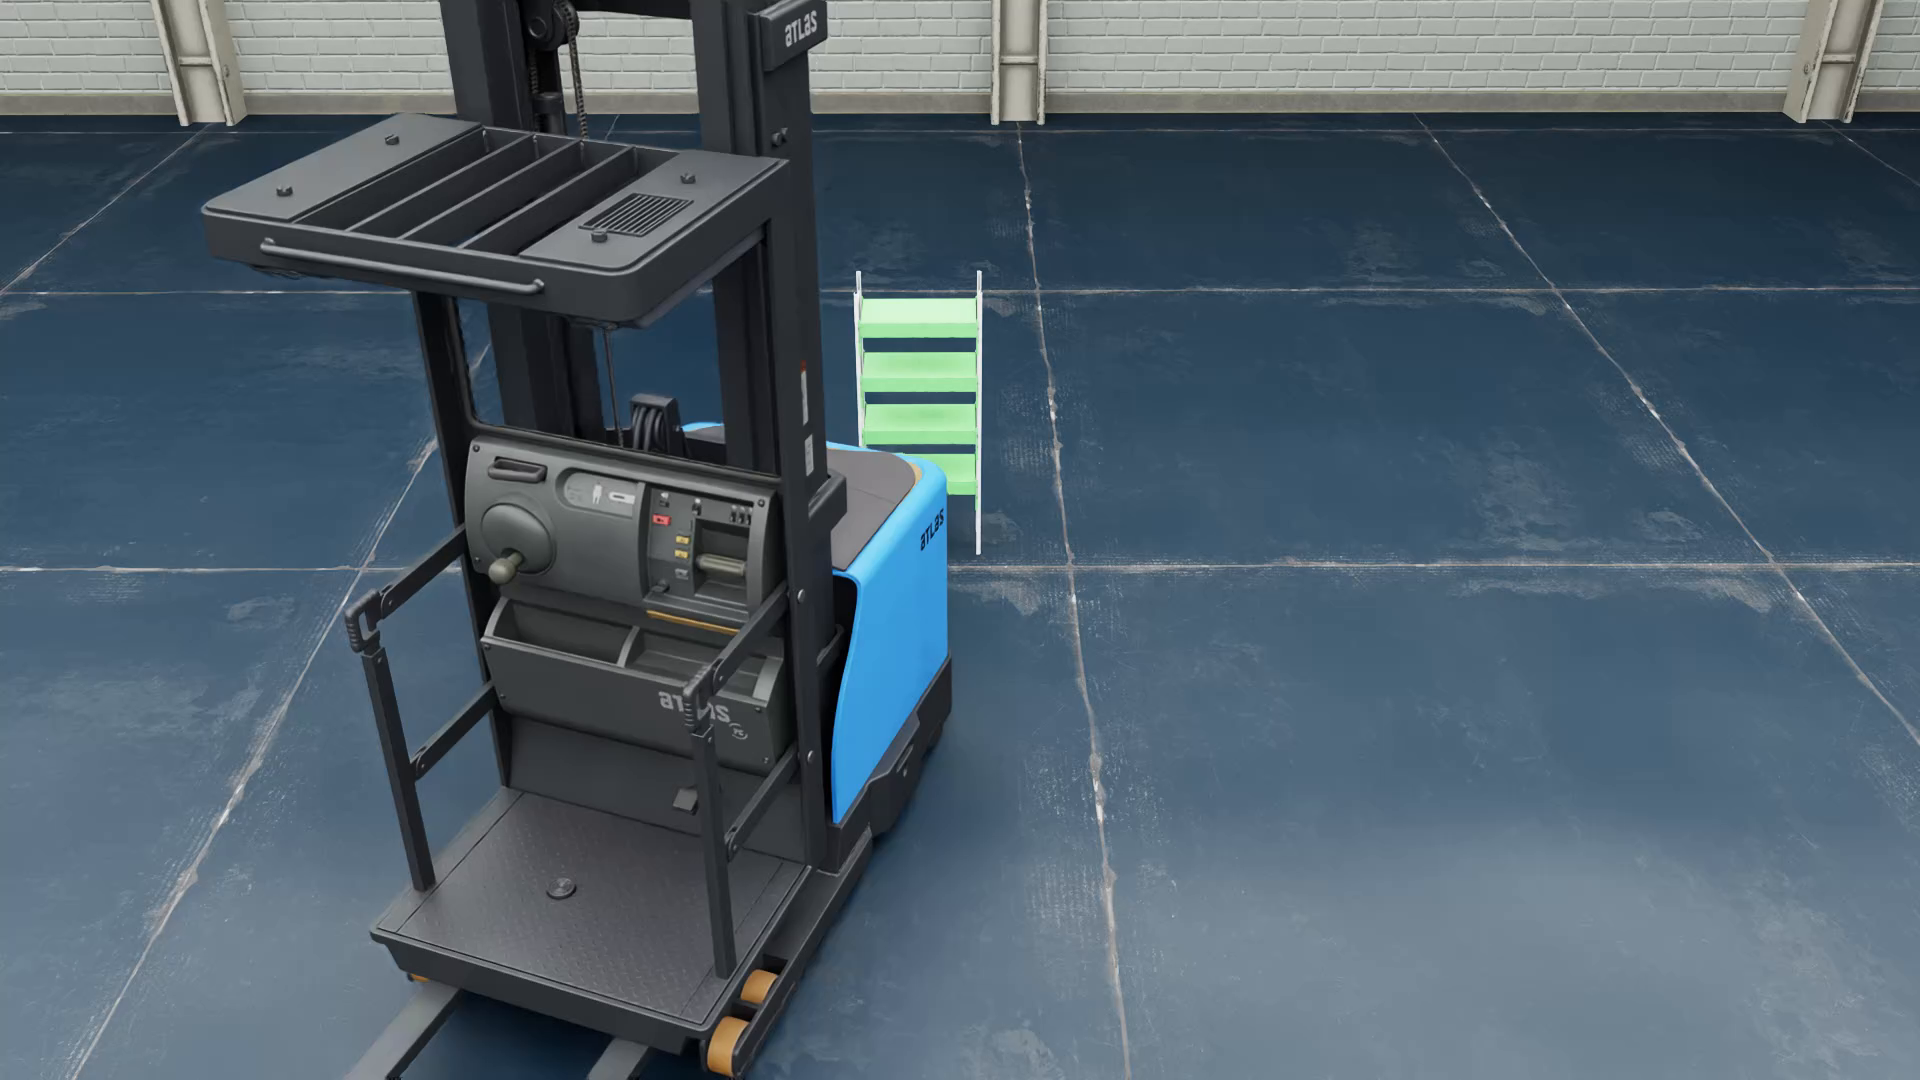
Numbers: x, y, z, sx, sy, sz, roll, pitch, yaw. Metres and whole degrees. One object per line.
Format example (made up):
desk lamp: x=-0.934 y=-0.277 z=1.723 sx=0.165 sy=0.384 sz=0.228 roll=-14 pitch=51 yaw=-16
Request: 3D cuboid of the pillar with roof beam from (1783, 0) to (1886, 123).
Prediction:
pillar with roof beam: x=6.456 y=-4.796 z=6.480 sx=0.400 sy=9.000 sz=9.100 roll=0 pitch=31 yaw=0

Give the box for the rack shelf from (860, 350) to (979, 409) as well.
rack shelf: x=-0.166 y=-0.663 z=6.847 sx=0.480 sy=0.148 sz=0.258 roll=0 pitch=31 yaw=0

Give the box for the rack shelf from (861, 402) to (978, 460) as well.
rack shelf: x=-0.166 y=-0.458 z=6.971 sx=0.480 sy=0.148 sz=0.258 roll=0 pitch=31 yaw=0

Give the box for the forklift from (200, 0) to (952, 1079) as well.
forklift: x=-1.017 y=0.029 z=4.377 sx=1.130 sy=2.935 sz=3.031 roll=11 pitch=33 yaw=17

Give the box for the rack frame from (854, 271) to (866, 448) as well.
rack frame: x=-0.410 y=-0.512 z=6.937 sx=0.015 sy=1.200 sz=0.240 roll=0 pitch=31 yaw=0

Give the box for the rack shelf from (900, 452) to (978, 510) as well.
rack shelf: x=-0.166 y=-0.253 z=7.096 sx=0.480 sy=0.148 sz=0.258 roll=0 pitch=31 yaw=0

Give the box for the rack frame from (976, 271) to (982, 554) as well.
rack frame: x=0.078 y=-0.513 z=6.939 sx=0.015 sy=1.200 sz=0.240 roll=0 pitch=31 yaw=0

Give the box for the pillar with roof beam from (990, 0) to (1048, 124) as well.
pillar with roof beam: x=0.456 y=-4.777 z=6.449 sx=0.400 sy=9.000 sz=9.100 roll=0 pitch=31 yaw=0

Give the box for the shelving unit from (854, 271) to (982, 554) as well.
shelving unit: x=-0.166 y=-0.512 z=6.938 sx=0.503 sy=1.200 sz=0.258 roll=0 pitch=31 yaw=0

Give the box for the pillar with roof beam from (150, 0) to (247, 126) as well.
pillar with roof beam: x=-5.544 y=-4.759 z=6.418 sx=0.400 sy=9.000 sz=9.100 roll=0 pitch=31 yaw=0

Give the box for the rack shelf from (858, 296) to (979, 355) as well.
rack shelf: x=-0.166 y=-0.868 z=6.722 sx=0.480 sy=0.148 sz=0.258 roll=0 pitch=31 yaw=0
